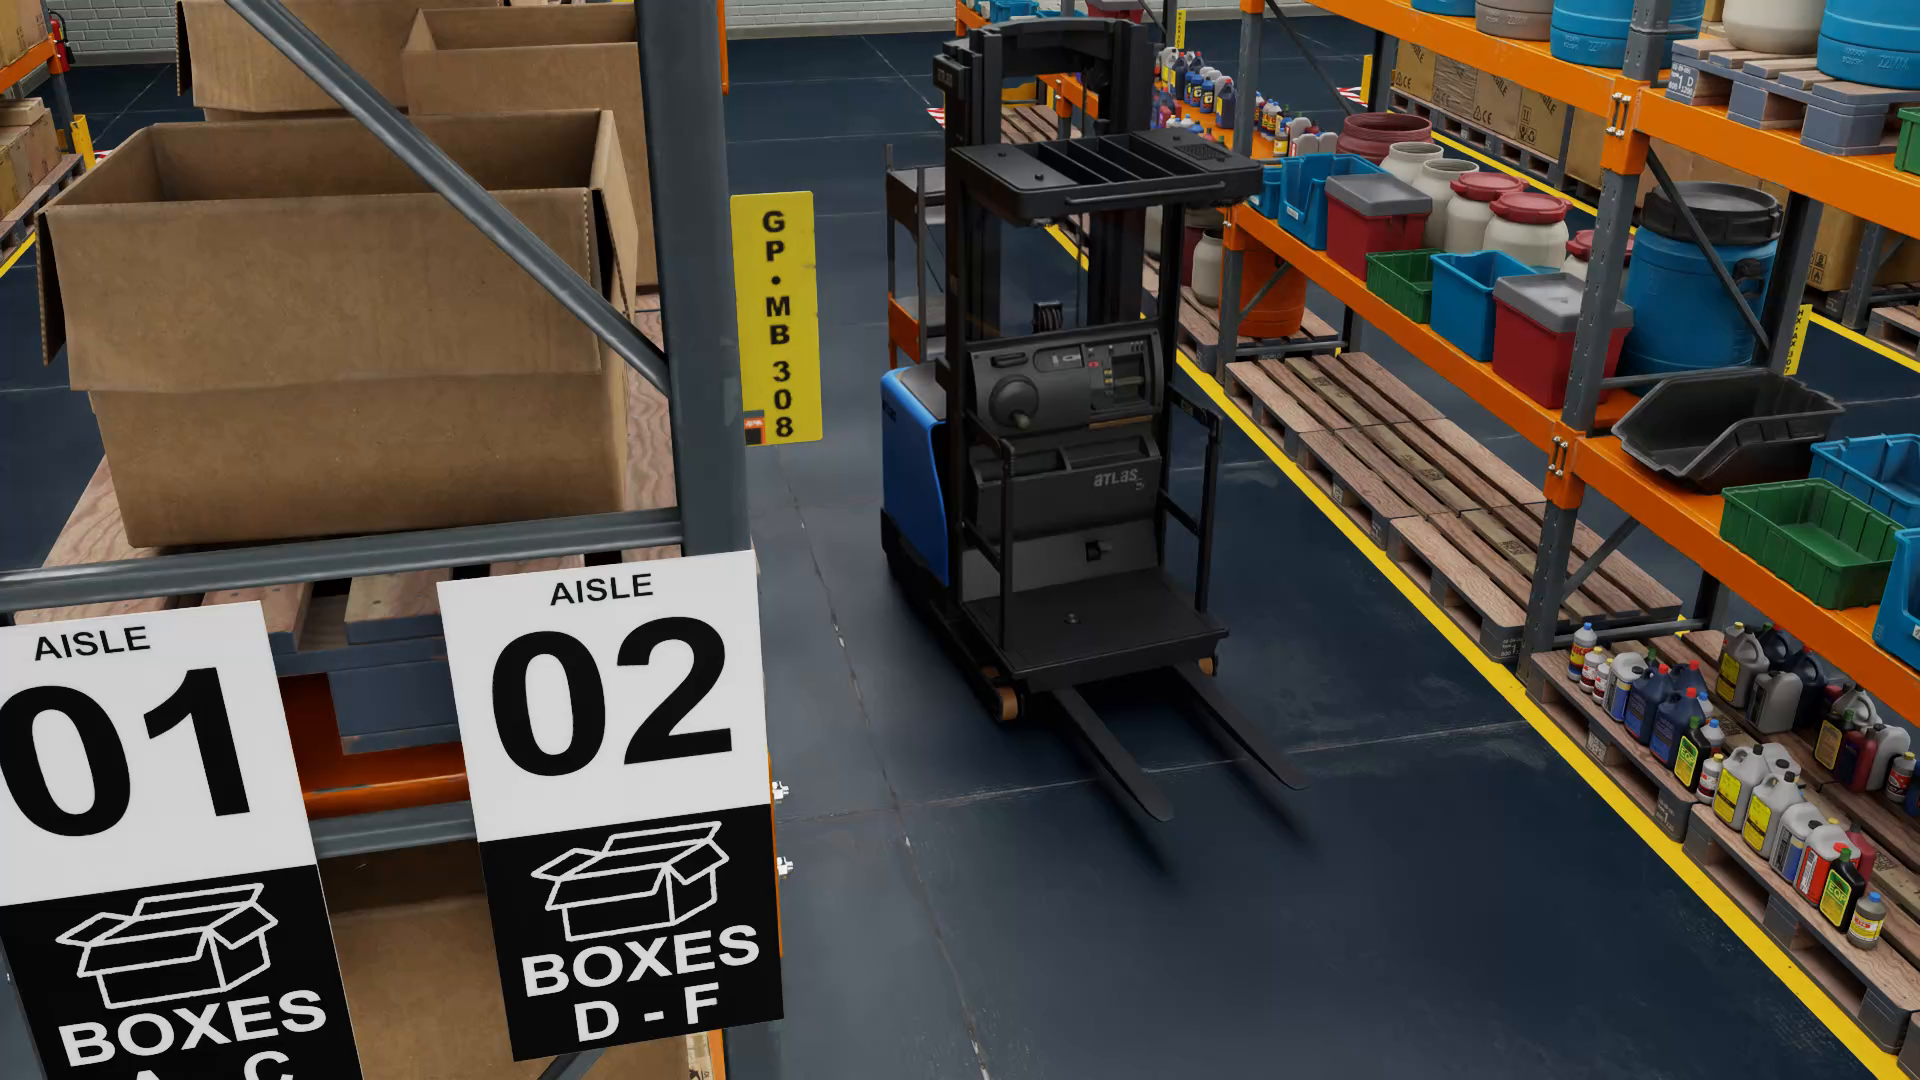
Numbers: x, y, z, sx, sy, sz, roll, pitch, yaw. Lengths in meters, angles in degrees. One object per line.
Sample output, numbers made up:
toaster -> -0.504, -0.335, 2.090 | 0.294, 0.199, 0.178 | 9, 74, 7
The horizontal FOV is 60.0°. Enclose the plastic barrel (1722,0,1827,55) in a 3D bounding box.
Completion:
plastic barrel -> 3.062, -2.077, 6.118 | 0.421, 0.512, 0.421 | 0, 27, 0

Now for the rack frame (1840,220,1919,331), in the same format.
rack frame -> 7.081, -2.969, 11.803 | 1.000, 3.000, 0.127 | -6, 27, -12

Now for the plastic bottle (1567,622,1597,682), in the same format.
plastic bottle -> 2.801, 0.496, 7.478 | 0.097, 0.271, 0.097 | 0, 27, 0

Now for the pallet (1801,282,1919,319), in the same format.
pallet -> 6.976, -2.078, 13.132 | 1.003, 0.211, 1.213 | -6, 27, -12

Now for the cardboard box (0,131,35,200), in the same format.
cardboard box -> -8.718, -3.306, 14.779 | 0.700, 0.500, 0.500 | -7, 28, -13

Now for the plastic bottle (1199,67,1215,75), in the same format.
plastic bottle -> 1.953, -3.644, 13.279 | 0.152, 0.276, 0.135 | -6, 27, -12

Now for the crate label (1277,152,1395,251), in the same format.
crate label -> 2.215, -2.018, 9.880 | 0.502, 0.435, 0.616 | -6, 27, -12

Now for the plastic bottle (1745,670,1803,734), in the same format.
plastic bottle -> 3.487, 0.674, 7.121 | 0.152, 0.276, 0.135 | -6, 27, -12

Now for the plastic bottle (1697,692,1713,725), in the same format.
plastic bottle -> 3.084, 0.760, 6.956 | 0.097, 0.271, 0.097 | 0, 27, 0

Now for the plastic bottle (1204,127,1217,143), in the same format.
plastic bottle -> 1.696, -2.649, 11.299 | 0.061, 0.283, 0.133 | -6, 27, -12

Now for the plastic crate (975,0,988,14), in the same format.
plastic crate -> 0.335, -5.499, 16.935 | 0.416, 0.233, 0.300 | -6, 27, -12

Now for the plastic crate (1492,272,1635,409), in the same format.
plastic crate -> 2.749, -0.920, 7.672 | 0.402, 0.464, 0.583 | -6, 27, -12

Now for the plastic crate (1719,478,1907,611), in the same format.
plastic crate -> 3.187, 0.009, 6.138 | 0.450, 0.188, 0.662 | -6, 27, -12

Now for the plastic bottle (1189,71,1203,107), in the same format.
plastic bottle -> 1.866, -3.562, 13.122 | 0.097, 0.271, 0.097 | 0, 27, 0

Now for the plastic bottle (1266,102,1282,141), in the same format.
plastic bottle -> 2.287, -3.048, 12.102 | 0.097, 0.271, 0.097 | 0, 27, 0

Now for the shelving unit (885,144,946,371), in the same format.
shelving unit -> -0.112, -1.057, 9.015 | 0.431, 2.100, 0.503 | -10, 28, -19

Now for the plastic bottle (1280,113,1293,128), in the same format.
plastic bottle -> 2.309, -2.882, 11.773 | 0.097, 0.271, 0.097 | 0, 27, 0

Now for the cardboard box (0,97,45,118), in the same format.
cardboard box -> -8.738, -3.998, 15.430 | 0.380, 0.149, 0.250 | -6, 27, -12

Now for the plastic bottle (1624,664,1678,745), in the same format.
plastic bottle -> 2.934, 0.673, 7.040 | 0.144, 0.351, 0.185 | -5, 27, -10

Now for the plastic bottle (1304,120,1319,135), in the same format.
plastic bottle -> 2.443, -2.785, 11.569 | 0.061, 0.283, 0.133 | -6, 27, -12

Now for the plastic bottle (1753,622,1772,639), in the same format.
plastic bottle -> 3.586, 0.484, 7.488 | 0.061, 0.283, 0.133 | -5, 27, -9

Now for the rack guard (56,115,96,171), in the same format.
rack guard -> -9.205, -3.866, 16.355 | 1.175, 0.500, 0.348 | -6, 27, -12

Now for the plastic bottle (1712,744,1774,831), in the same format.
plastic bottle -> 3.072, 0.942, 6.506 | 0.144, 0.351, 0.185 | -6, 27, -12

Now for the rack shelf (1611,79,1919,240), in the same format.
rack shelf -> 3.607, -0.850, 5.074 | 1.077, 0.370, 4.000 | -6, 27, -12

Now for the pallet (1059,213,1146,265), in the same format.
pallet -> 1.487, -2.634, 14.234 | 1.003, 0.211, 1.213 | -6, 27, -12

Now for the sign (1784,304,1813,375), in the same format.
sign -> 3.695, -0.884, 7.366 | 0.100, 0.325, 0.005 | -6, 27, -12

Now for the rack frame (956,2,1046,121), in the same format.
rack frame -> 0.452, -5.978, 17.764 | 1.000, 3.000, 0.127 | -6, 27, -12

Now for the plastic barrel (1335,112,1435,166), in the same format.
plastic barrel -> 2.655, -2.354, 10.433 | 0.600, 0.536, 0.708 | -6, 27, -12

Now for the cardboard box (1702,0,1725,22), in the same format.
cardboard box -> 6.474, -4.635, 13.880 | 0.797, 0.503, 0.637 | -6, 27, -11

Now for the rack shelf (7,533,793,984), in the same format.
rack shelf -> -1.220, -0.348, 4.081 | 1.077, 0.370, 4.000 | -6, 27, -12

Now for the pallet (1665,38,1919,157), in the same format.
pallet -> 3.414, -1.658, 6.086 | 1.213, 0.211, 1.003 | -6, 27, -12

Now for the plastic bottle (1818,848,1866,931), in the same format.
plastic bottle -> 3.173, 1.251, 5.968 | 0.061, 0.283, 0.133 | -5, 27, -10

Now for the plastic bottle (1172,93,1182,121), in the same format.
plastic bottle -> 1.589, -3.146, 12.283 | 0.061, 0.283, 0.133 | -6, 27, -12

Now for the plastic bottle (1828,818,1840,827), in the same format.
plastic bottle -> 3.273, 1.142, 6.276 | 0.097, 0.201, 0.097 | 0, 27, 0

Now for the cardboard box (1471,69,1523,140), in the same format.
cardboard box -> 5.906, -4.657, 17.039 | 0.875, 0.875, 0.875 | -6, 27, -12

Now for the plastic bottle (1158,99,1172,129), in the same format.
plastic bottle -> 1.491, -3.050, 12.093 | 0.061, 0.283, 0.133 | -6, 27, -12

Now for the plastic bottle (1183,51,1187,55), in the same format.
plastic bottle -> 1.854, -3.933, 13.842 | 0.061, 0.283, 0.133 | -6, 27, -12

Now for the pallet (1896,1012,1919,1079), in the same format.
pallet -> 3.817, 1.905, 5.241 | 1.003, 0.211, 1.213 | -6, 27, -12

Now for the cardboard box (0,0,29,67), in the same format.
cardboard box -> -8.901, -4.565, 14.632 | 0.980, 0.700, 0.700 | -6, 27, -12

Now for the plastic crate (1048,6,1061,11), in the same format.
plastic crate -> 1.035, -5.171, 16.391 | 0.298, 0.136, 0.250 | -6, 27, -12

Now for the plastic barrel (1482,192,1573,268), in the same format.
plastic barrel -> 2.989, -1.535, 8.811 | 0.433, 0.535, 0.433 | 0, 27, 0

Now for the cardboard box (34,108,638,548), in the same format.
cardboard box -> -0.894, -0.340, 2.530 | 0.797, 0.503, 0.637 | -4, 27, -8

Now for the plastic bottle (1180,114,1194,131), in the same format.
plastic bottle -> 1.600, -2.867, 11.745 | 0.097, 0.271, 0.097 | 0, 27, 0

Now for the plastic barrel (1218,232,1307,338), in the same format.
plastic barrel -> 2.128, -1.897, 11.623 | 0.600, 0.830, 0.708 | -6, 27, -12

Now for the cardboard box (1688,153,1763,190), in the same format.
cardboard box -> 6.752, -2.905, 13.568 | 1.225, 0.875, 0.875 | -6, 27, -11

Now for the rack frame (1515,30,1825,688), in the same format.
rack frame -> 3.156, -0.710, 7.327 | 1.000, 3.000, 0.127 | -6, 27, -12

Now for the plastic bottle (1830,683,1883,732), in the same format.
plastic bottle -> 3.698, 0.756, 6.875 | 0.144, 0.351, 0.185 | -6, 27, -12

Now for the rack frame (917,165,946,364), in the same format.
rack frame -> -0.024, -0.955, 8.812 | 0.400, 2.100, 0.015 | -10, 28, -19

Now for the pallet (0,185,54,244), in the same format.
pallet -> -8.672, -2.849, 14.661 | 1.003, 0.211, 1.213 | -6, 27, -12

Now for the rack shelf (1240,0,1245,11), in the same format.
rack shelf -> 1.804, -4.362, 12.032 | 1.077, 0.370, 4.000 | -6, 27, -12

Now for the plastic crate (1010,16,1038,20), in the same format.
plastic crate -> 0.668, -4.865, 15.785 | 0.293, 0.136, 0.466 | -6, 27, -12

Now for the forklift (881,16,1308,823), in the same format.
forklift -> 0.570, -0.690, 7.364 | 1.130, 2.935, 3.031 | -10, 28, -18

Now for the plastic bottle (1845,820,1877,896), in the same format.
plastic bottle -> 3.290, 1.176, 6.117 | 0.061, 0.283, 0.133 | -6, 27, -12

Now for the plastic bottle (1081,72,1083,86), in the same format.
plastic bottle -> 1.051, -3.907, 13.791 | 0.061, 0.283, 0.133 | -6, 27, -12
